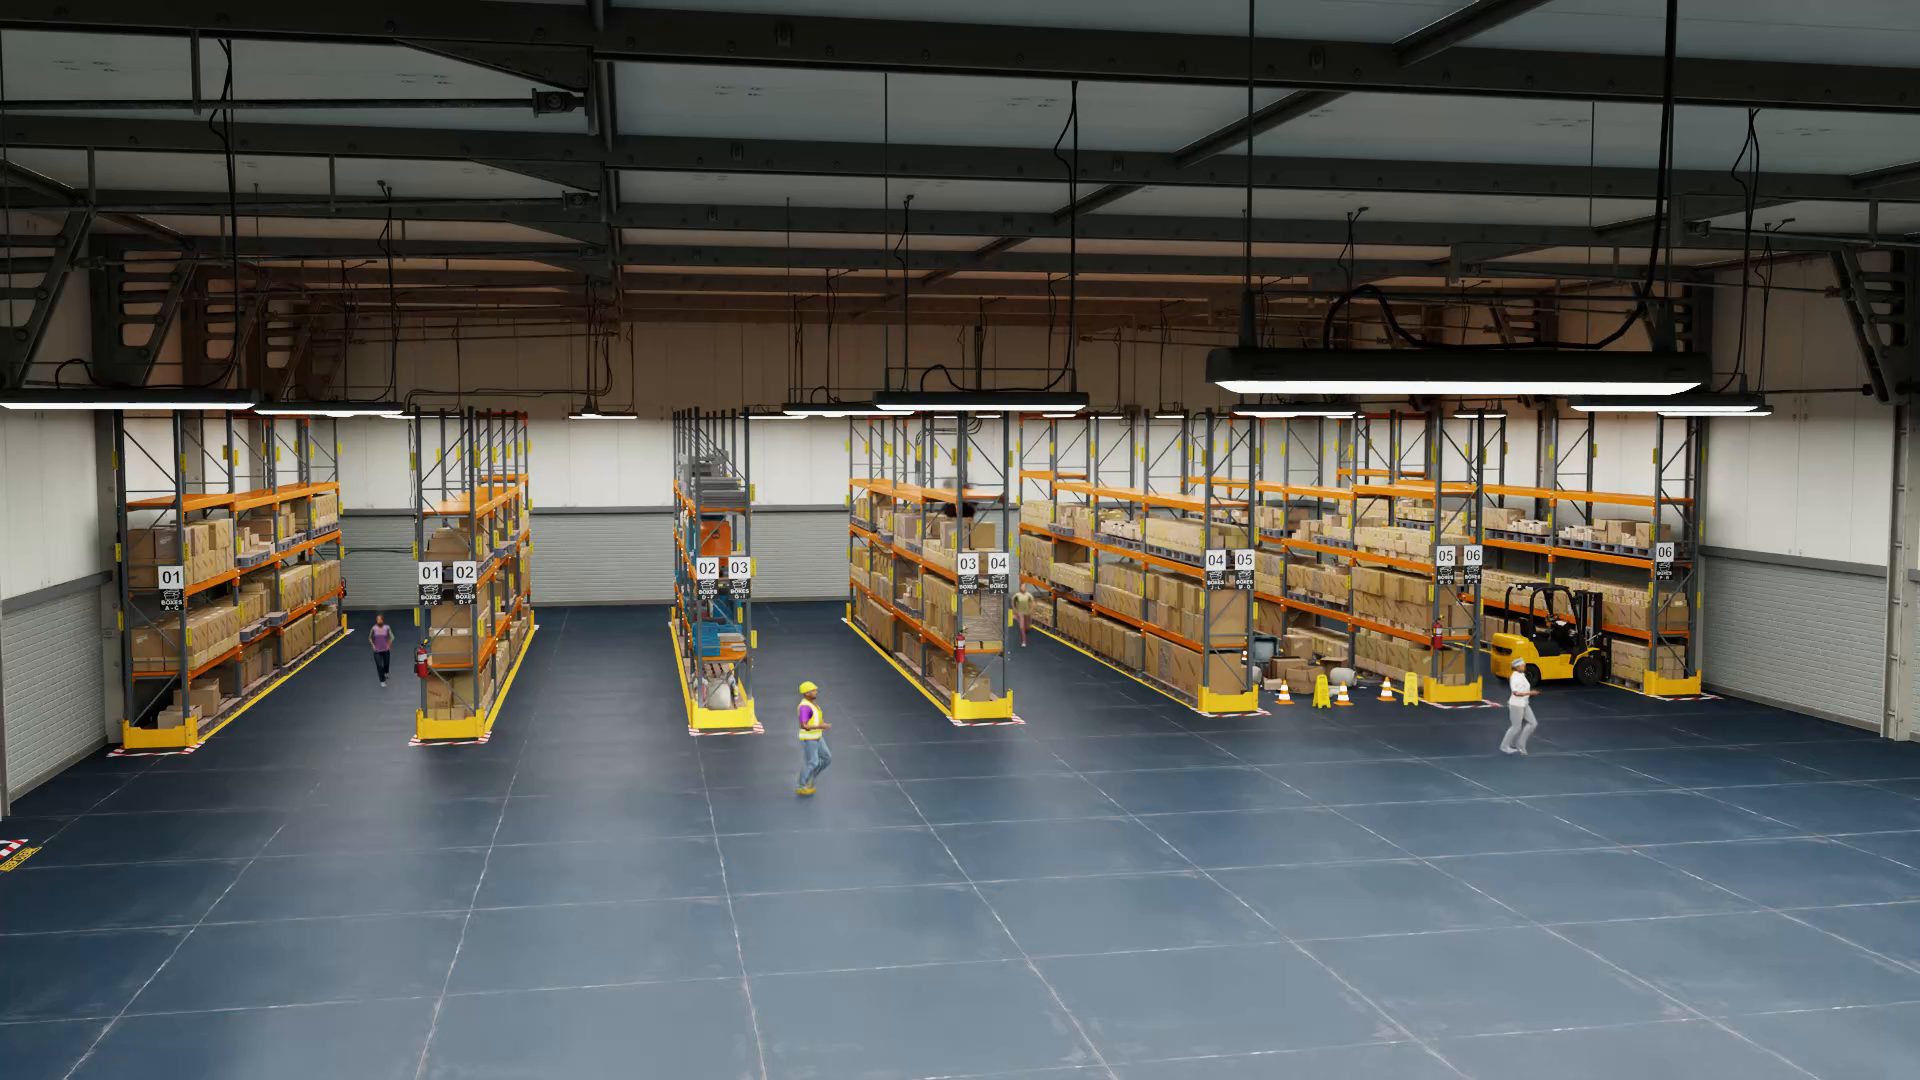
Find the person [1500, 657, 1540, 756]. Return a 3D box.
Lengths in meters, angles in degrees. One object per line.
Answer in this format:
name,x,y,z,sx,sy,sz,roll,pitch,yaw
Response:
person,9.603,2.862,28.470,0.665,1.731,0.529,3,5,36

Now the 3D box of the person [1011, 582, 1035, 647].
person,1.606,1.885,42.431,0.616,1.632,0.769,0,4,-6

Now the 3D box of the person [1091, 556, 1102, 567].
person,4.046,1.257,50.484,0.625,1.739,0.723,-1,4,-10

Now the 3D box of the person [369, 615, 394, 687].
person,-12.503,2.394,35.923,0.512,1.547,0.530,-1,4,-18

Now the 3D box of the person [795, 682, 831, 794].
person,-2.227,3.037,25.462,0.621,1.746,0.681,1,4,10
